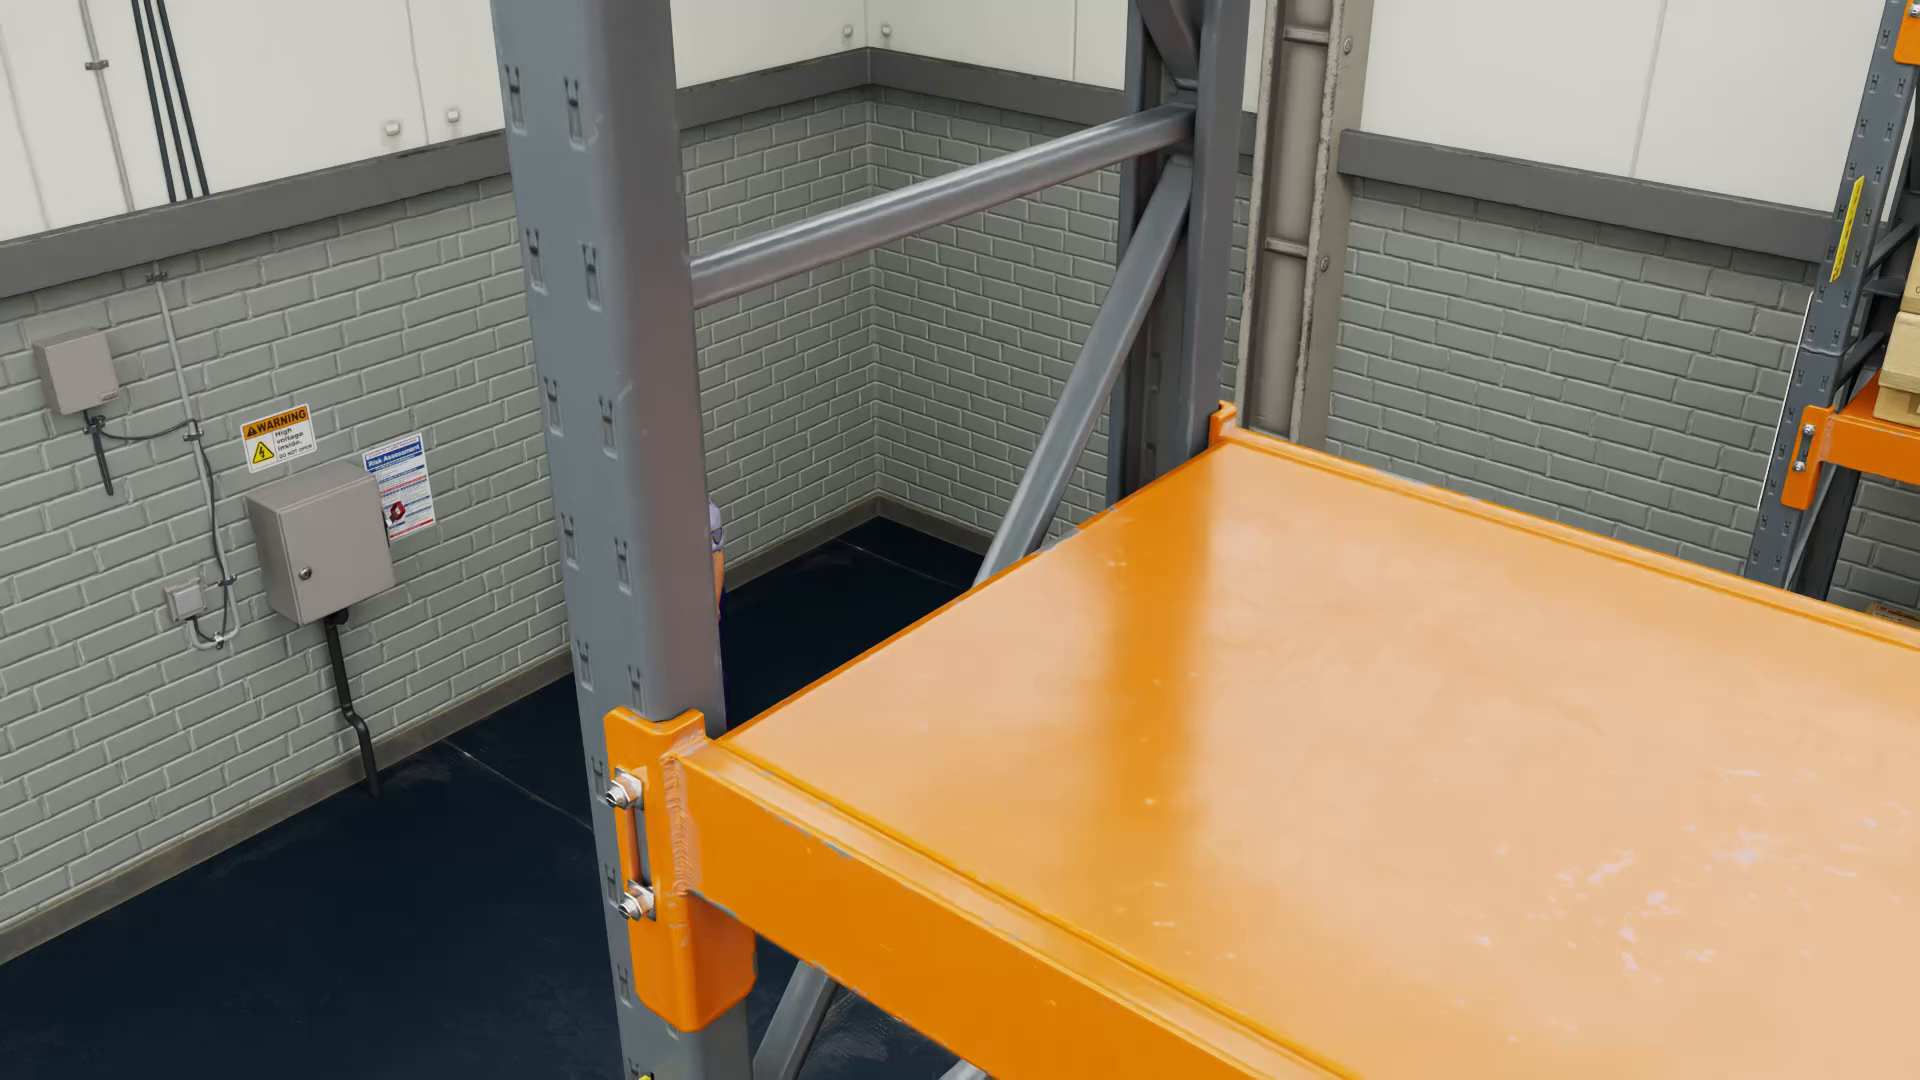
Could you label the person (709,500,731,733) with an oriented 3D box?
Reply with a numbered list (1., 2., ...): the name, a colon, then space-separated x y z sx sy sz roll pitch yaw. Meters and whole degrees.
1. person: -1.412 0.294 8.480 0.471 1.656 0.344 18 33 31
